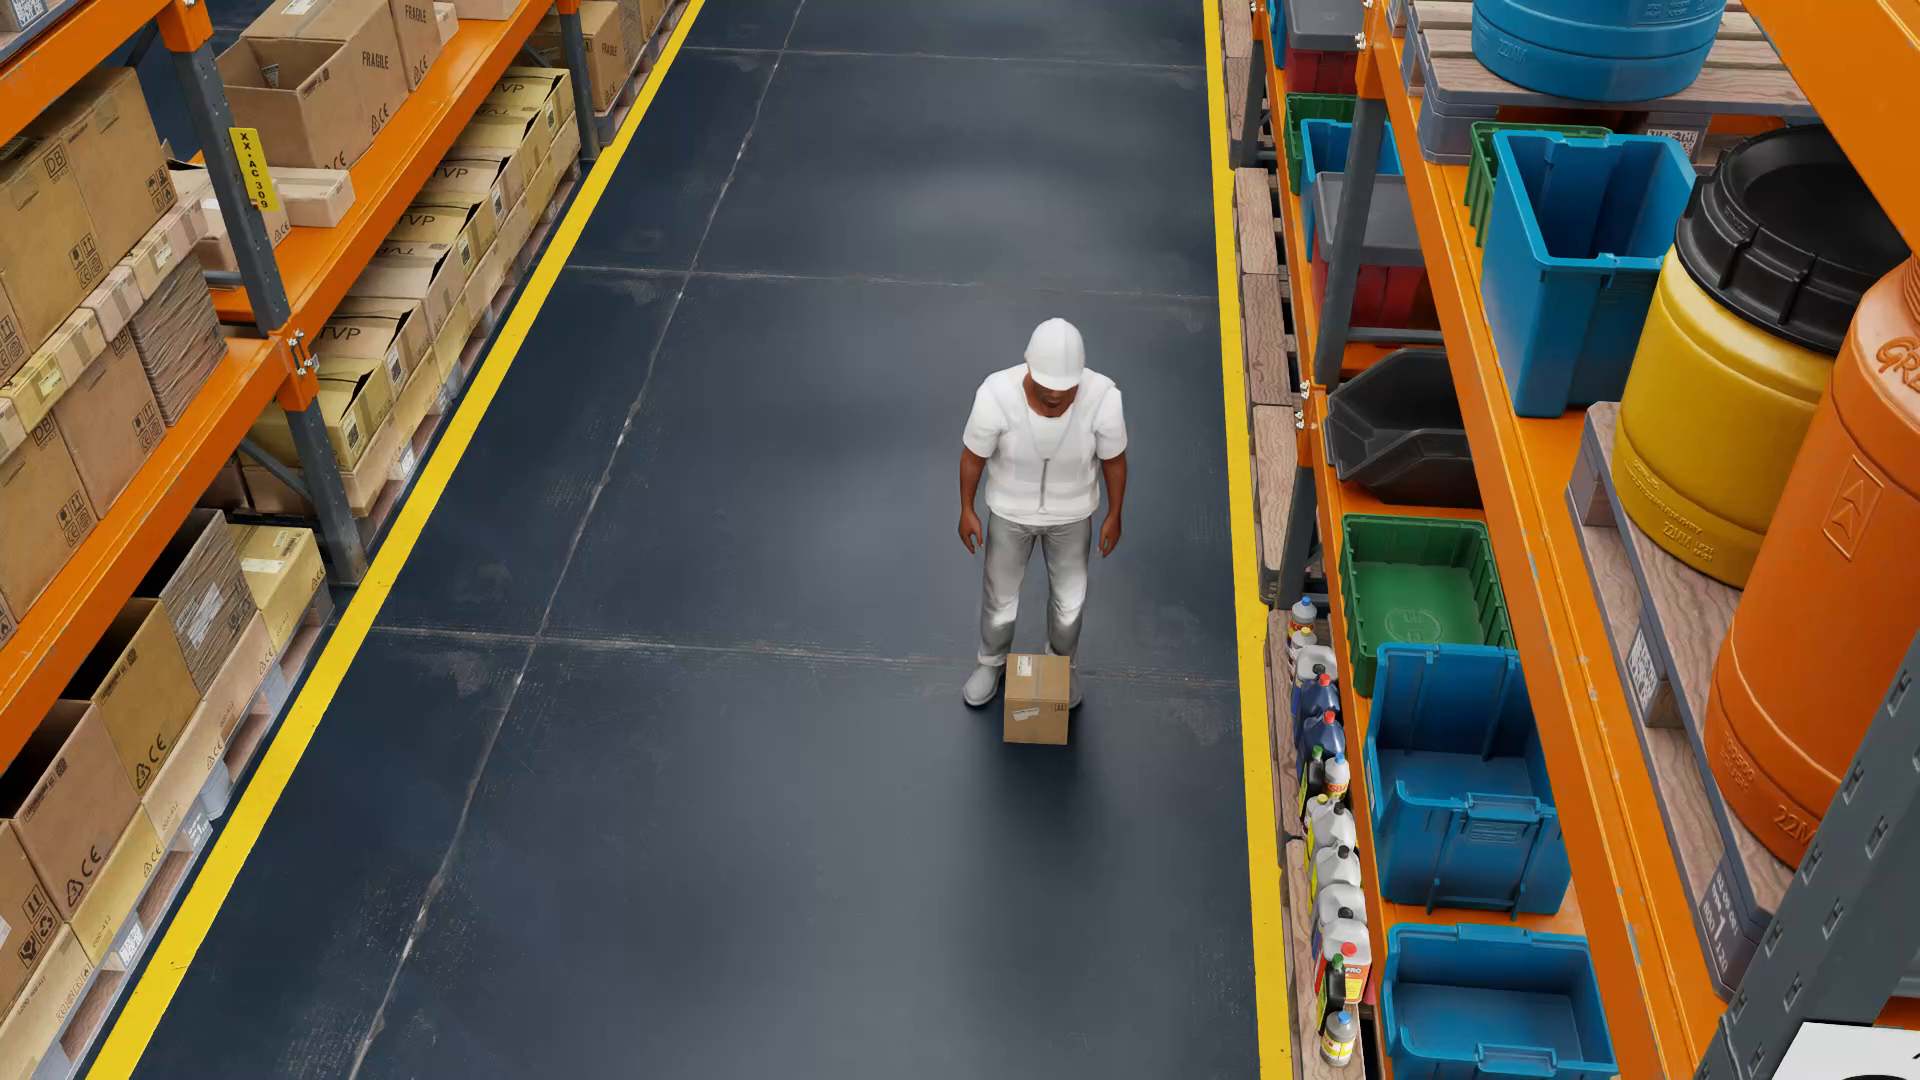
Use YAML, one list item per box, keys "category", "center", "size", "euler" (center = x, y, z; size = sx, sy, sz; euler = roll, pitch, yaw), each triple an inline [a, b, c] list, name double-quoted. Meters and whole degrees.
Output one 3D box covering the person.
- category: "person"
  center: [0.306, -0.096, 6.258]
  size: [0.627, 1.759, 0.463]
  euler: [1, 40, 2]
